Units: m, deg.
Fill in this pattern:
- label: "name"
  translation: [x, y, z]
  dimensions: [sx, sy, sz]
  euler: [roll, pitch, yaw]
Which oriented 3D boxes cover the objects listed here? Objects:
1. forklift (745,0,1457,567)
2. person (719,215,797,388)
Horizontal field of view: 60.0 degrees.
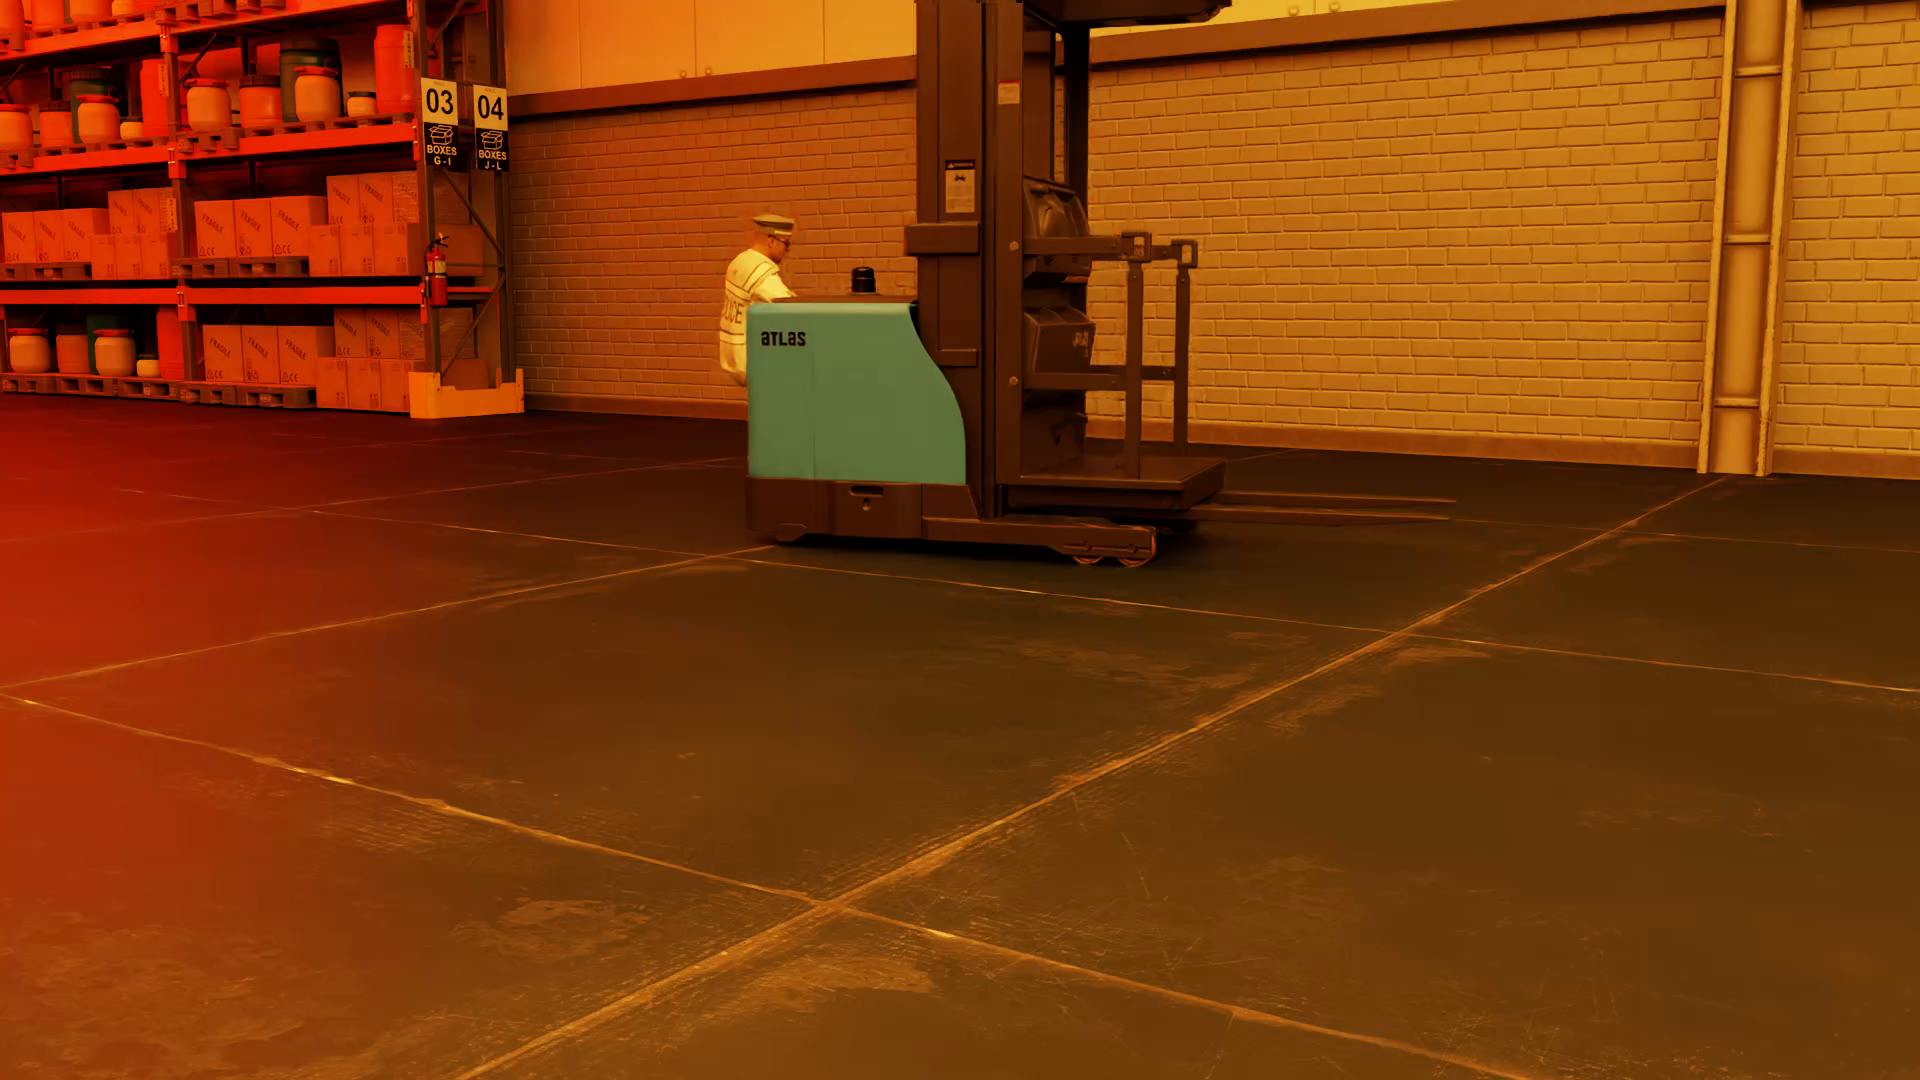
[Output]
- label: "forklift"
  translation: [0.614, -1.424, 7.208]
  dimensions: [3.031, 2.935, 1.130]
  euler: [3, 9, 19]
- label: "person"
  translation: [-0.989, -1.091, 9.685]
  dimensions: [0.768, 1.567, 0.907]
  euler: [-4, 9, -28]
